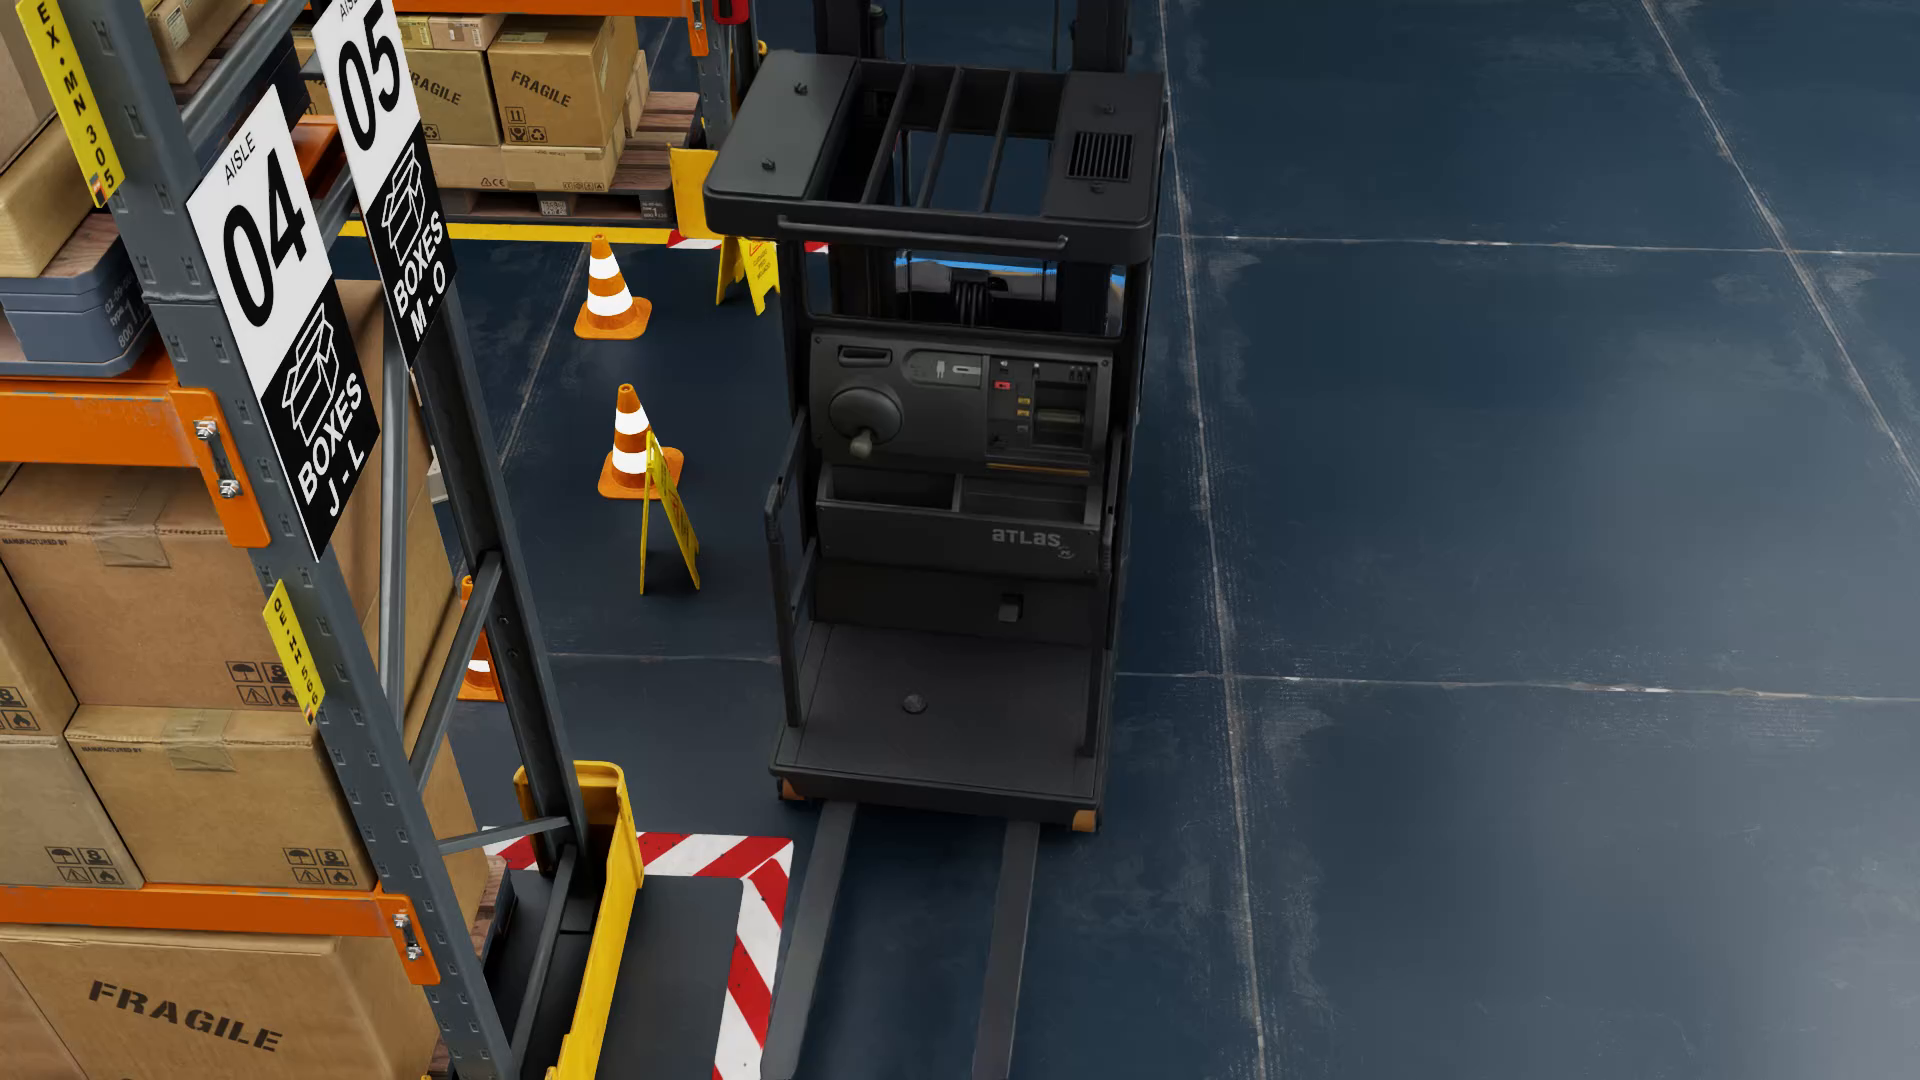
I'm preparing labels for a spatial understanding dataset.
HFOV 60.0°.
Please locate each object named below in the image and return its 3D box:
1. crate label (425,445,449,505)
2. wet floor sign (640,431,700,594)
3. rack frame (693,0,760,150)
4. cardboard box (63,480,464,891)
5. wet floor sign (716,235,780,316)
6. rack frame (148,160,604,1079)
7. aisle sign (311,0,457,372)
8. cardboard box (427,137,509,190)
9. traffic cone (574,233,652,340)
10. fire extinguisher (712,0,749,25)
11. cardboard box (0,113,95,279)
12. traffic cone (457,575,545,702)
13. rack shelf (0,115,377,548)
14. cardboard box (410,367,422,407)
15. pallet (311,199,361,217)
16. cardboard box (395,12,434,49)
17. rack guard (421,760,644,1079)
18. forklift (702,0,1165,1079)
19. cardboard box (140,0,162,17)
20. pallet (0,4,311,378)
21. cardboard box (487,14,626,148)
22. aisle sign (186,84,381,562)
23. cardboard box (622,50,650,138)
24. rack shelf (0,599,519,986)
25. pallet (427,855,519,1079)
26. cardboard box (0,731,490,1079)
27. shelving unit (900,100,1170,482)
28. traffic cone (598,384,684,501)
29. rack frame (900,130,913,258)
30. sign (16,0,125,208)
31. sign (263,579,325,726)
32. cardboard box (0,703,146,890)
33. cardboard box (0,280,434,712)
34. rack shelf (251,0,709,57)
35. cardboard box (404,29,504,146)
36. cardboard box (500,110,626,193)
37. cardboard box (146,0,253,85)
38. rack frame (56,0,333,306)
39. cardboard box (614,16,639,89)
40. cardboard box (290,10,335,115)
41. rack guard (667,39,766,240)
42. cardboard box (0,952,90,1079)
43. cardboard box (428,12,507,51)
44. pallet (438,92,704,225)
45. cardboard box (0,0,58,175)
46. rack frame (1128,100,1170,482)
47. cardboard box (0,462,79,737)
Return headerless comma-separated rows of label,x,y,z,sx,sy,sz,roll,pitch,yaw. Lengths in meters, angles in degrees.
crate label,-2.138,-0.311,6.984,0.298,0.136,0.250,-19,46,-20
wet floor sign,-1.156,-0.121,6.406,0.232,0.644,0.267,-5,43,-5
rack frame,-1.152,-3.008,7.779,0.127,3.000,1.000,2,43,2
cardboard box,-1.647,0.330,4.085,0.550,0.550,0.875,2,43,2
wet floor sign,-1.010,-1.413,7.793,0.232,0.644,0.267,16,45,16
rack frame,-1.274,0.365,4.157,0.127,3.000,1.000,2,43,2
aisle sign,-1.190,-0.788,3.488,0.004,0.787,0.394,2,43,2
cardboard box,-2.489,-2.019,8.426,0.500,0.250,0.500,2,43,2
traffic cone,-1.640,-1.215,7.715,0.334,0.463,0.336,2,43,2
fire extinguisher,-1.058,-2.663,7.465,0.183,0.674,0.296,2,43,2
cardboard box,-1.621,-0.610,2.806,0.250,0.149,0.380,2,43,2
traffic cone,-1.741,0.310,6.077,0.334,0.463,0.336,2,43,2
rack shelf,-3.272,-0.530,3.446,4.000,0.370,1.077,2,43,2
cardboard box,-2.552,-0.630,7.317,0.250,0.149,0.380,24,48,23
pallet,-3.253,-2.079,8.827,1.213,0.211,1.003,2,43,2
cardboard box,-2.585,-2.490,7.906,0.250,0.149,0.380,2,43,3
rack guard,-1.250,1.281,5.008,0.348,0.500,1.175,2,43,2
forklift,-0.029,-0.337,4.961,1.130,2.935,3.031,5,43,6
cardboard box,-1.745,-1.166,3.111,0.500,0.250,0.500,2,43,2
pallet,-2.016,-0.715,3.182,1.213,0.211,1.003,2,43,2
cardboard box,-1.964,-2.277,8.153,0.500,0.500,0.500,2,43,2
aisle sign,-1.217,-0.379,3.049,0.004,0.787,0.394,2,43,2
cardboard box,-1.945,-2.369,8.802,0.500,0.250,0.500,1,43,2
rack shelf,-3.272,0.567,4.468,4.000,0.370,1.077,2,43,2
pallet,-2.076,1.414,5.077,1.213,0.211,1.003,2,43,2
cardboard box,-1.954,1.013,4.712,0.875,0.875,0.875,2,43,2
shelving unit,0.243,-1.022,6.747,1.048,1.500,0.538,7,43,7
traffic cone,-1.350,-0.449,6.892,0.334,0.463,0.336,2,43,2
rack frame,-0.258,-1.082,6.811,0.032,1.500,0.500,7,43,7
sign,-1.312,-0.658,2.464,0.005,0.325,0.100,2,43,2
sign,-1.312,0.224,3.286,0.005,0.325,0.100,2,43,2
cardboard box,-2.197,0.328,4.087,0.550,0.550,0.875,2,43,2
cardboard box,-1.643,-0.122,3.779,0.550,0.550,0.875,2,43,2
rack shelf,-3.150,-2.807,8.090,4.000,0.370,1.077,2,43,2
cardboard box,-2.486,-2.291,8.168,0.500,0.500,0.500,3,43,3
cardboard box,-1.996,-1.998,8.404,0.500,0.250,0.500,2,43,2
cardboard box,-1.602,-1.059,3.289,0.250,0.149,0.380,2,43,2
rack frame,-1.274,-1.830,2.112,0.127,3.000,1.000,2,43,2
cardboard box,-1.969,-2.644,8.546,0.500,0.500,0.500,0,43,0
cardboard box,-2.989,-2.311,8.190,0.500,0.500,0.500,1,43,1
rack guard,-1.228,-2.096,8.633,0.348,0.500,1.175,2,43,2
cardboard box,-2.834,0.988,4.740,0.875,0.875,0.875,1,43,1
cardboard box,-2.334,-2.480,7.895,0.250,0.149,0.380,3,43,3
pallet,-2.038,-2.039,8.784,1.213,0.211,1.003,2,43,2
cardboard box,-1.776,-0.801,2.719,0.500,0.250,0.500,2,43,2
rack frame,0.743,-0.962,6.683,0.032,1.500,0.500,7,43,7
cardboard box,-2.197,-0.076,3.729,0.550,0.550,0.875,2,43,2
